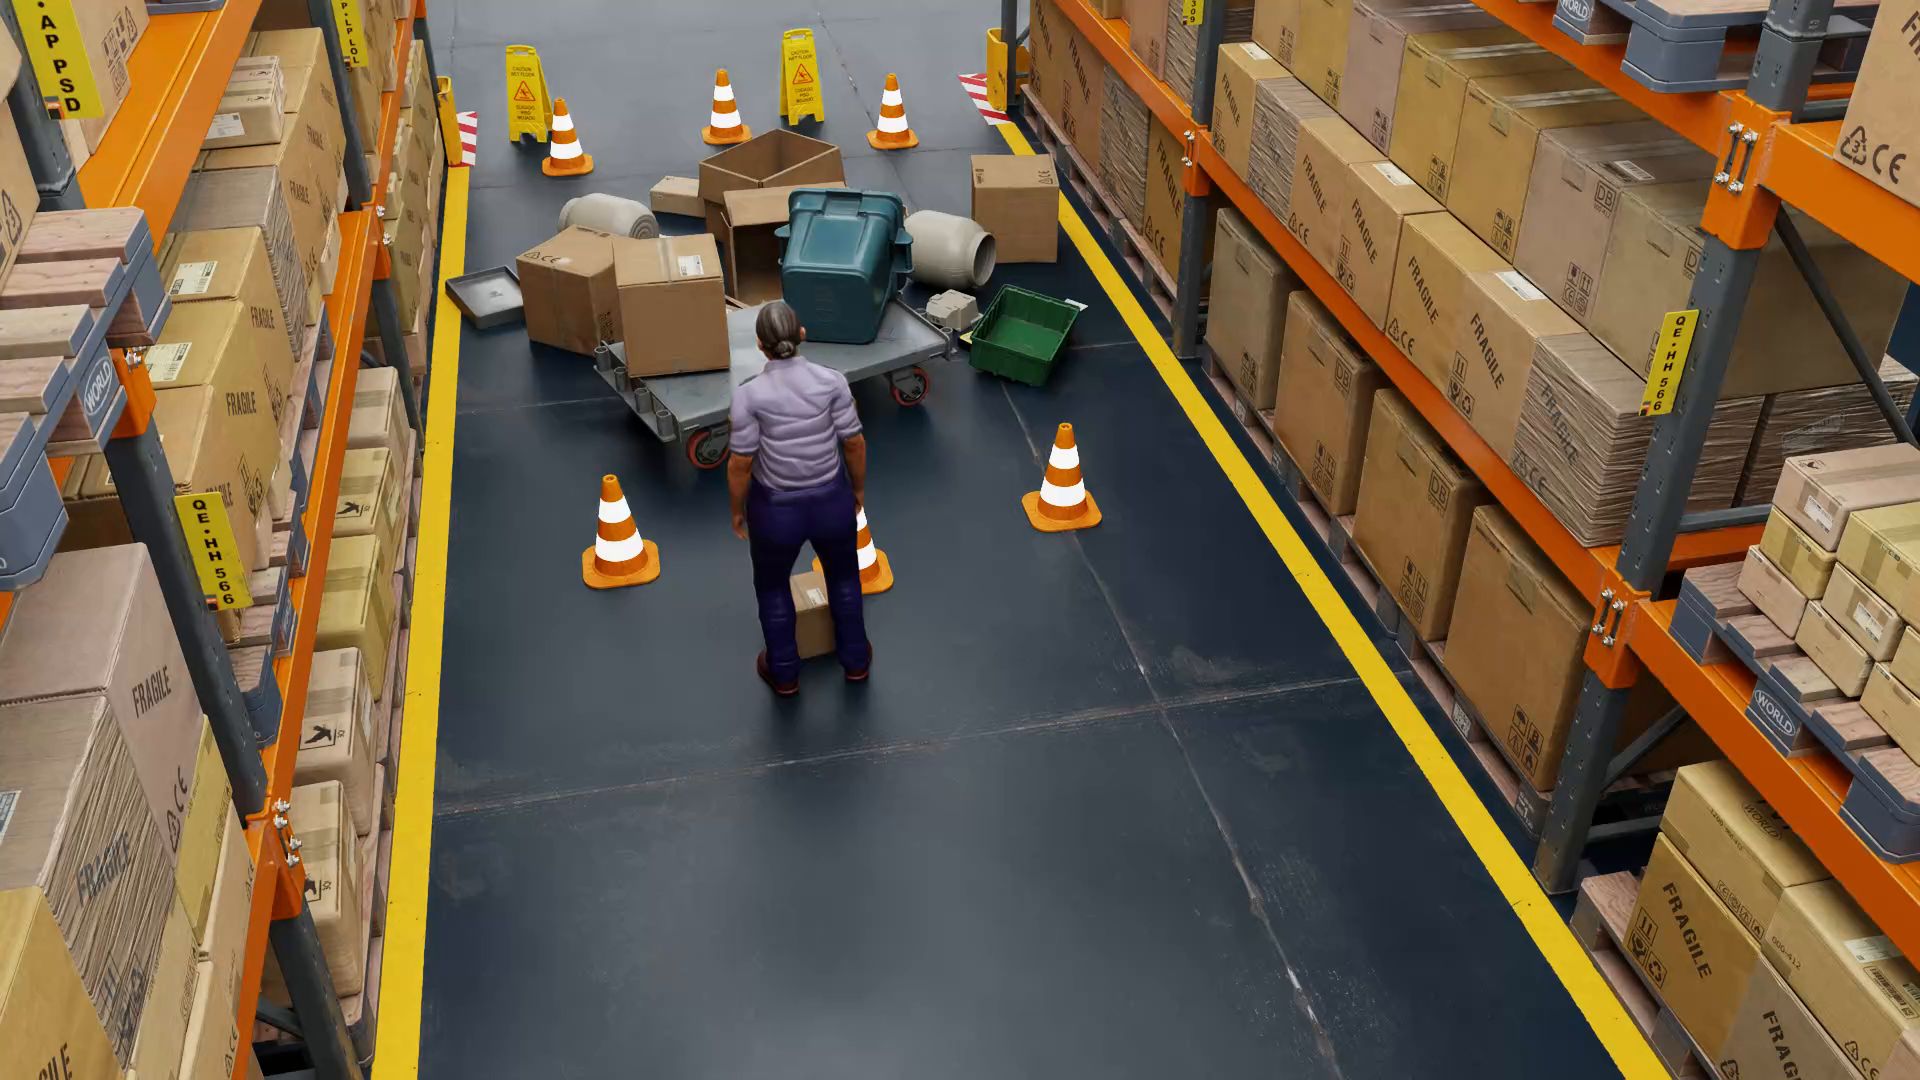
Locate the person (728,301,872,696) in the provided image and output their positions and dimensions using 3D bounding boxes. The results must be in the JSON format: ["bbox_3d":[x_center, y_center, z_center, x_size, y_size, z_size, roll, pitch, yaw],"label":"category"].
[{"bbox_3d":[-0.602,-0.127,6.334,0.549,1.651,0.367,-10,36,-14],"label":"person"}]
